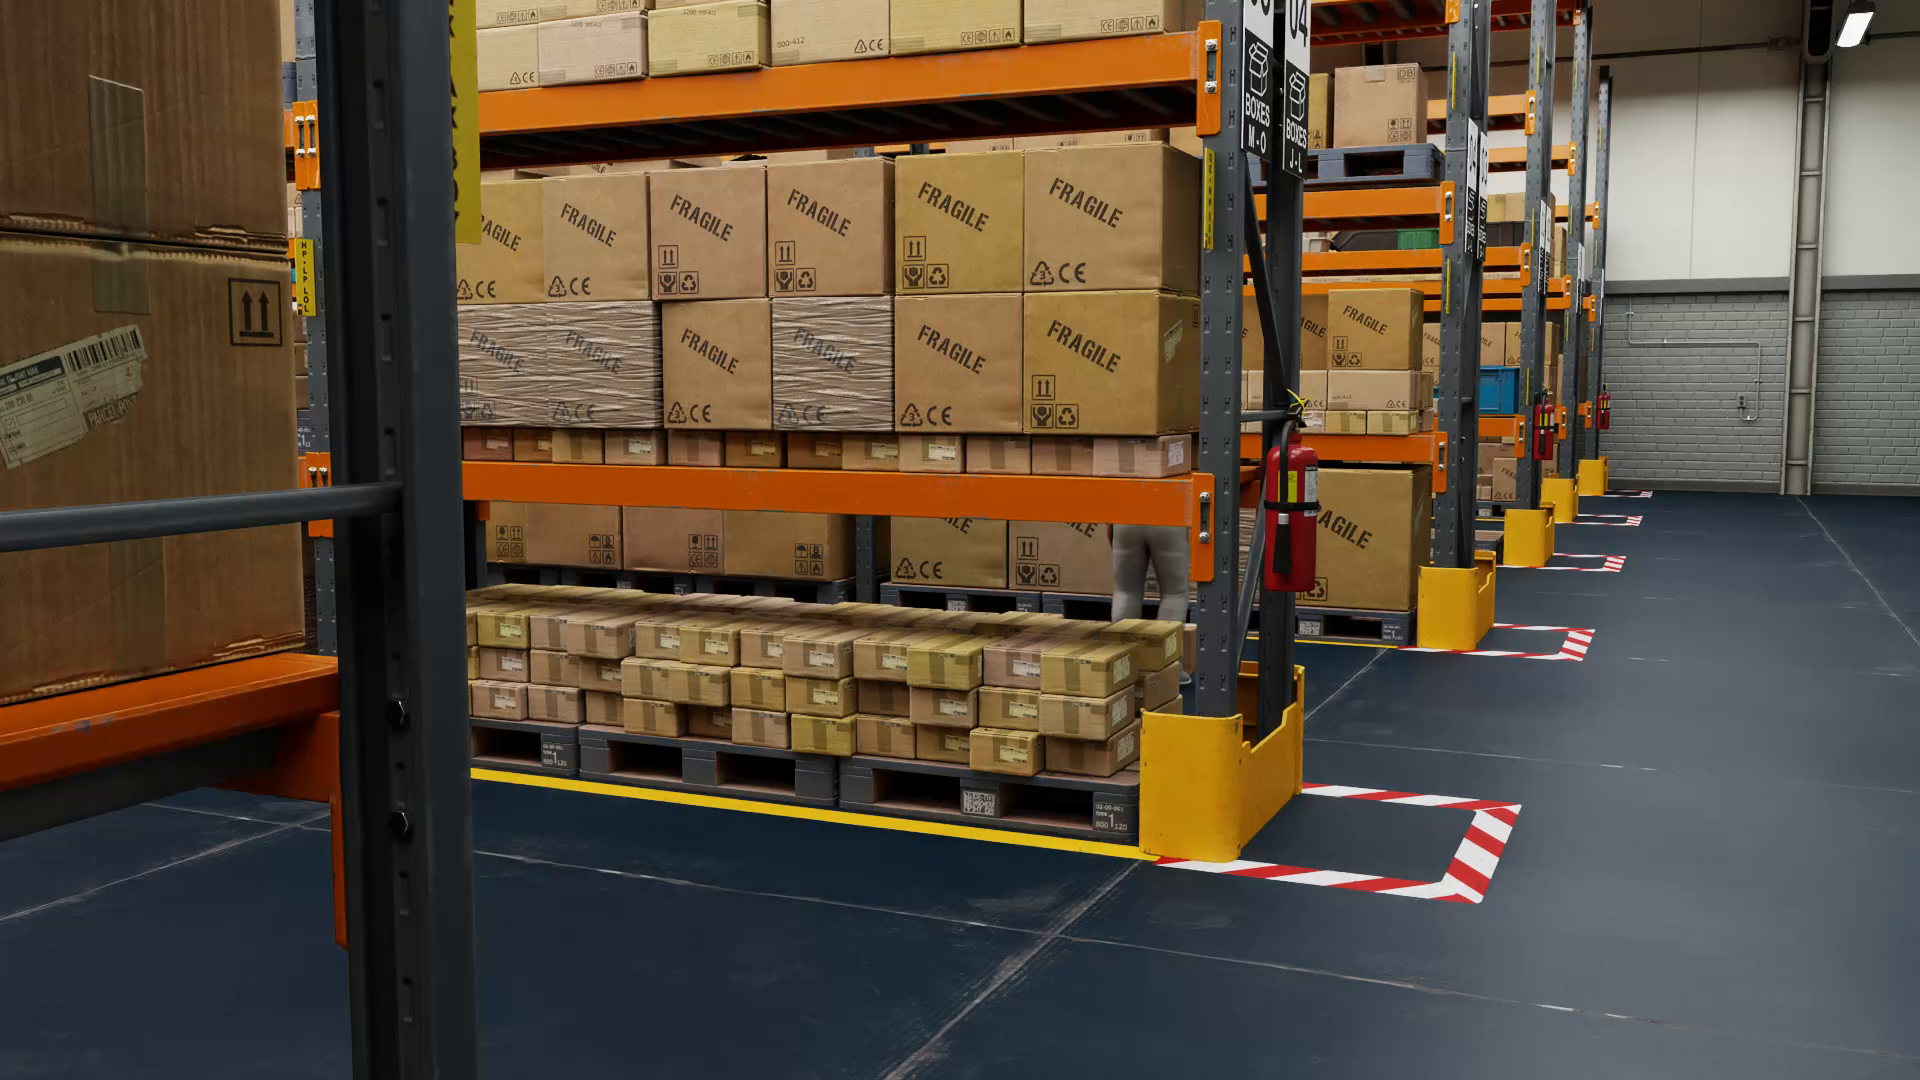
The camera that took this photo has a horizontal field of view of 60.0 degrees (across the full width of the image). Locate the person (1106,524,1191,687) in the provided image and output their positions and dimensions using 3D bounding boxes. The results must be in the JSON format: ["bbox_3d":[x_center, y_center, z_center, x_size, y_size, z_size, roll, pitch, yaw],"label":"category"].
[{"bbox_3d":[1.006,-0.080,8.929,0.531,1.738,0.391,3,6,25],"label":"person"}]
